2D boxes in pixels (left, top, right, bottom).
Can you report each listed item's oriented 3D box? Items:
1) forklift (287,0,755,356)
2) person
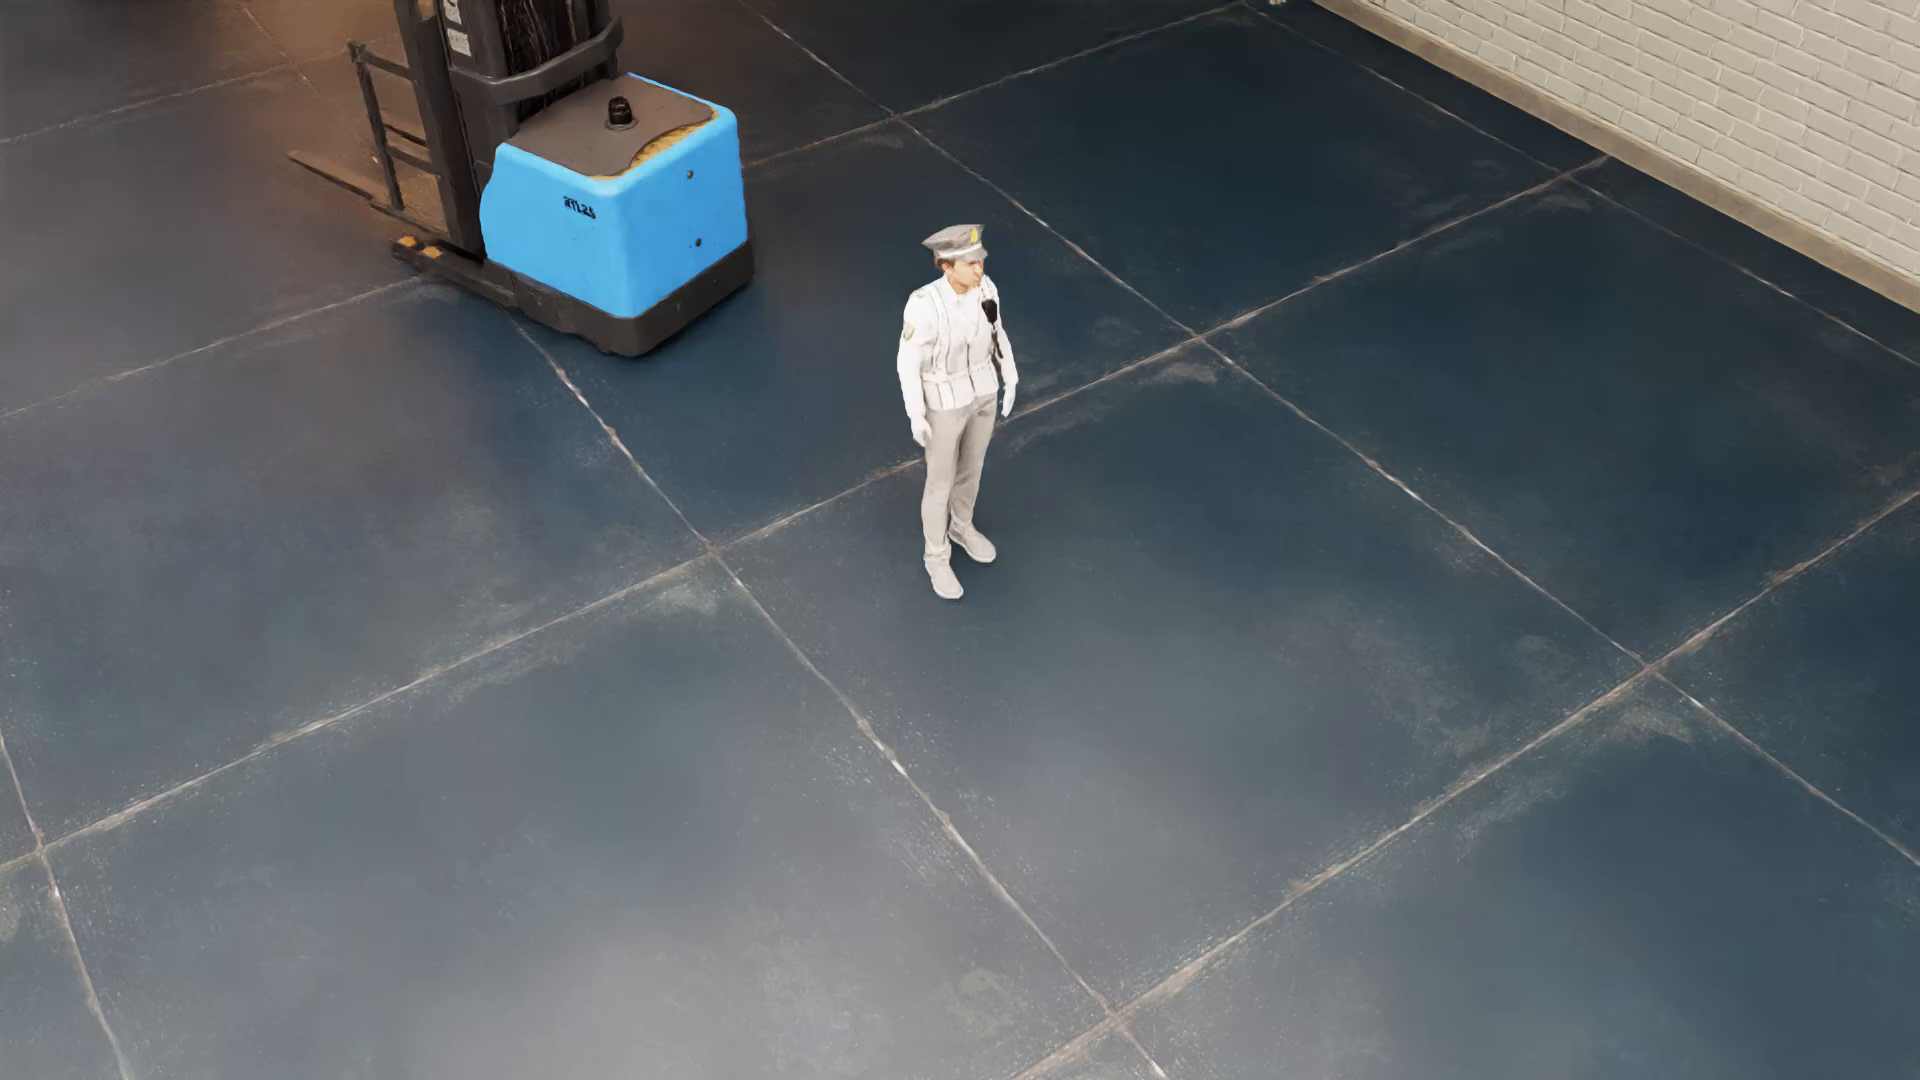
[{"bbox_3d":[-2.660,-2.854,8.812,3.031,2.935,1.130,25,48,25],"label":"forklift"},{"bbox_3d":[0.033,-0.588,7.255,0.586,1.695,0.533,-25,48,-25],"label":"person"}]
